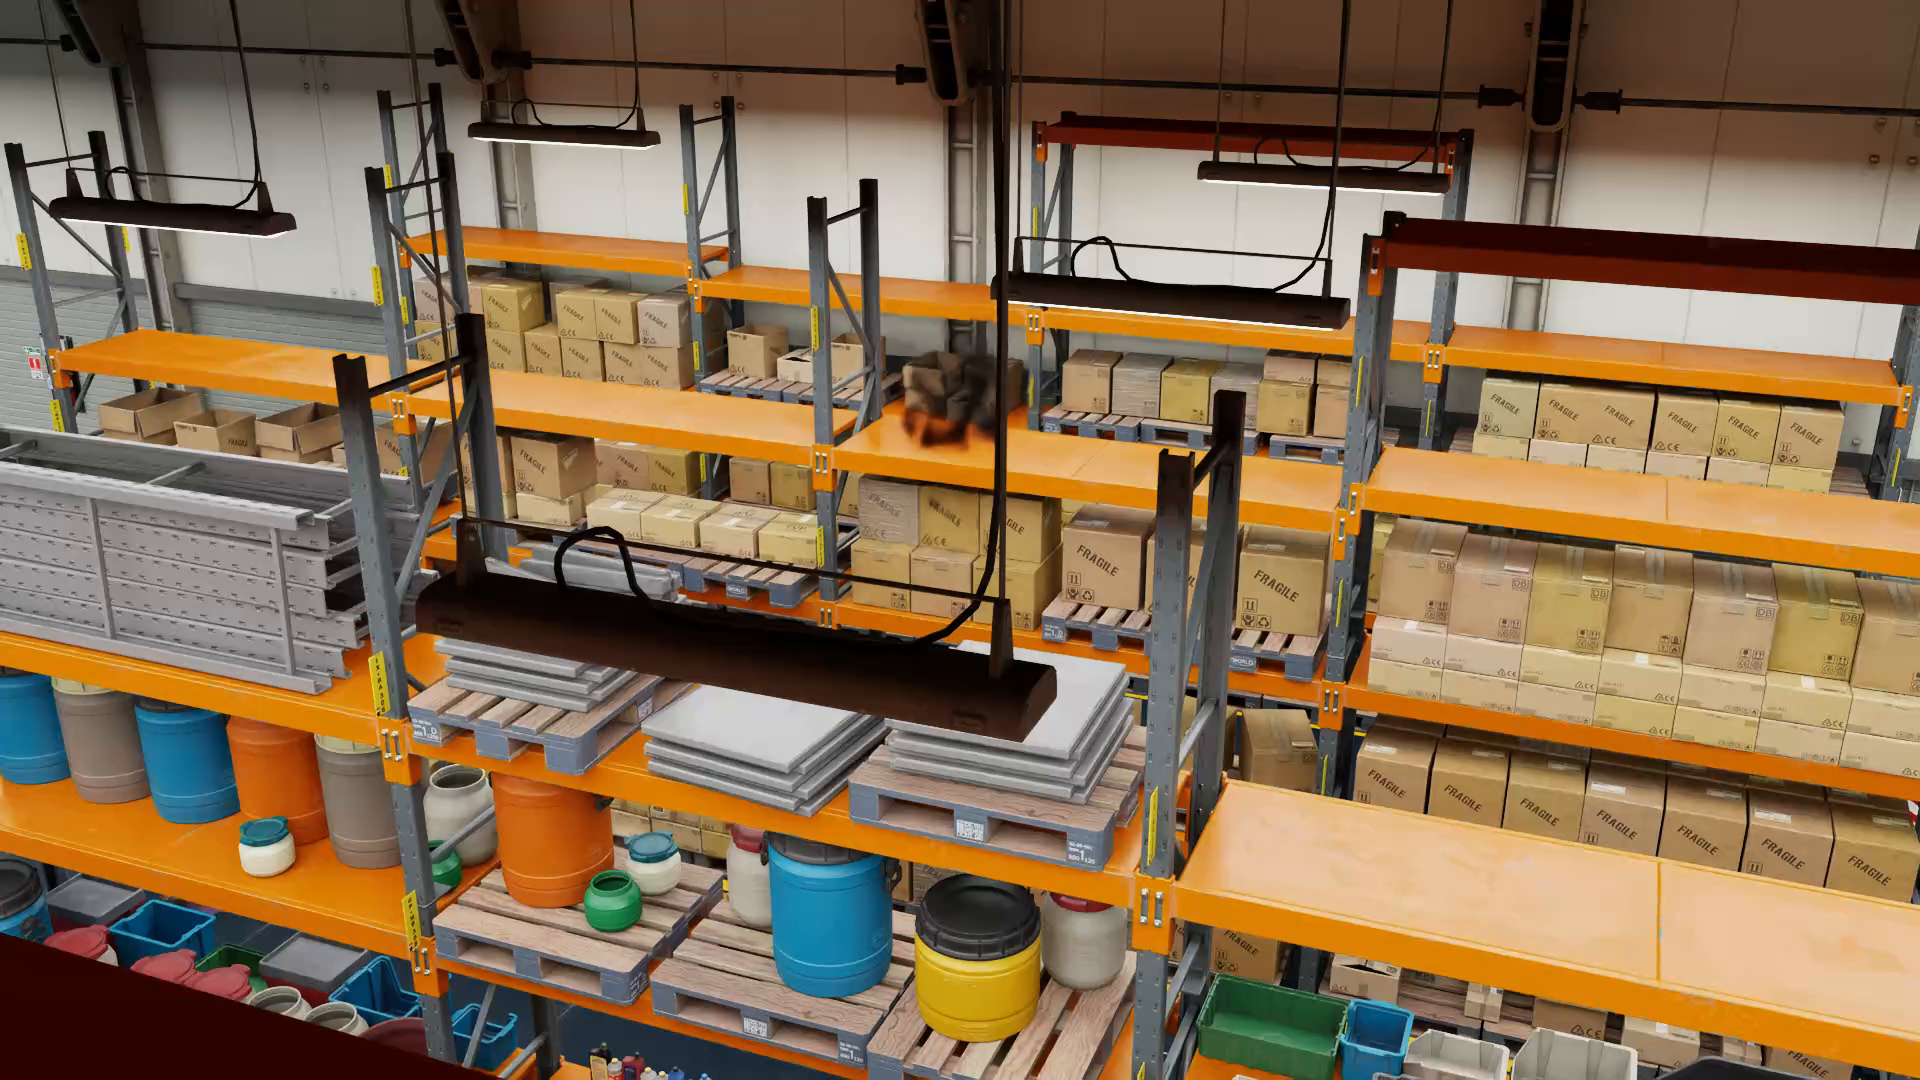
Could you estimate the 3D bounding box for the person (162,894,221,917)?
[{"bbox_3d":[-5.782,2.839,12.751,0.680,1.553,0.542,8,22,19],"label":"person"}]
